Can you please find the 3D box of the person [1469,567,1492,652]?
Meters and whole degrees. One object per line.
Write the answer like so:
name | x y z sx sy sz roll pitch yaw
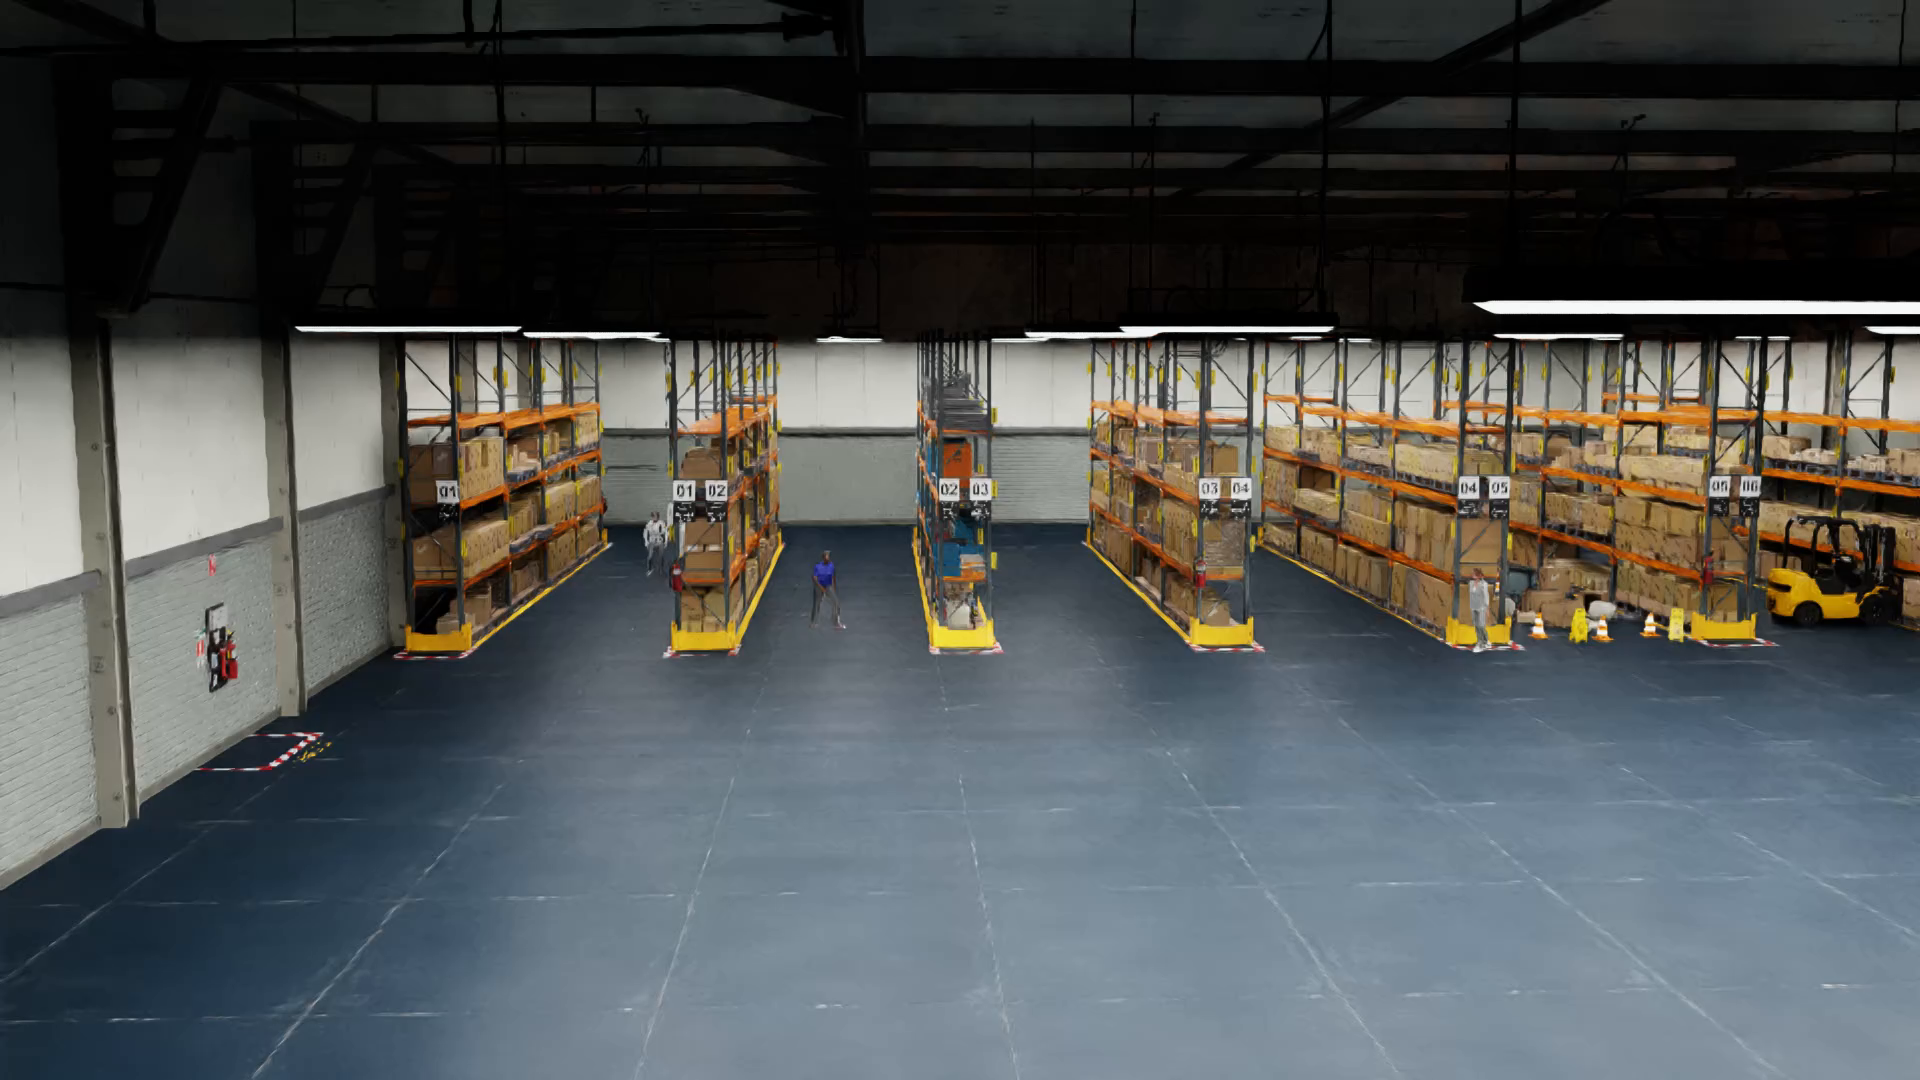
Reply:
person | 9.683 1.291 30.927 0.462 1.593 0.440 -5 8 -36

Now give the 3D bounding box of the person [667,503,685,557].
person | -7.605 -0.415 44.789 0.598 1.698 1.194 0 7 0

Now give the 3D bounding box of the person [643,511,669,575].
person | -7.520 0.073 41.168 0.639 1.632 0.512 -1 7 -5

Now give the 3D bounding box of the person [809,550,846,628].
person | -2.704 0.986 33.488 0.627 1.596 0.794 -3 7 -21
